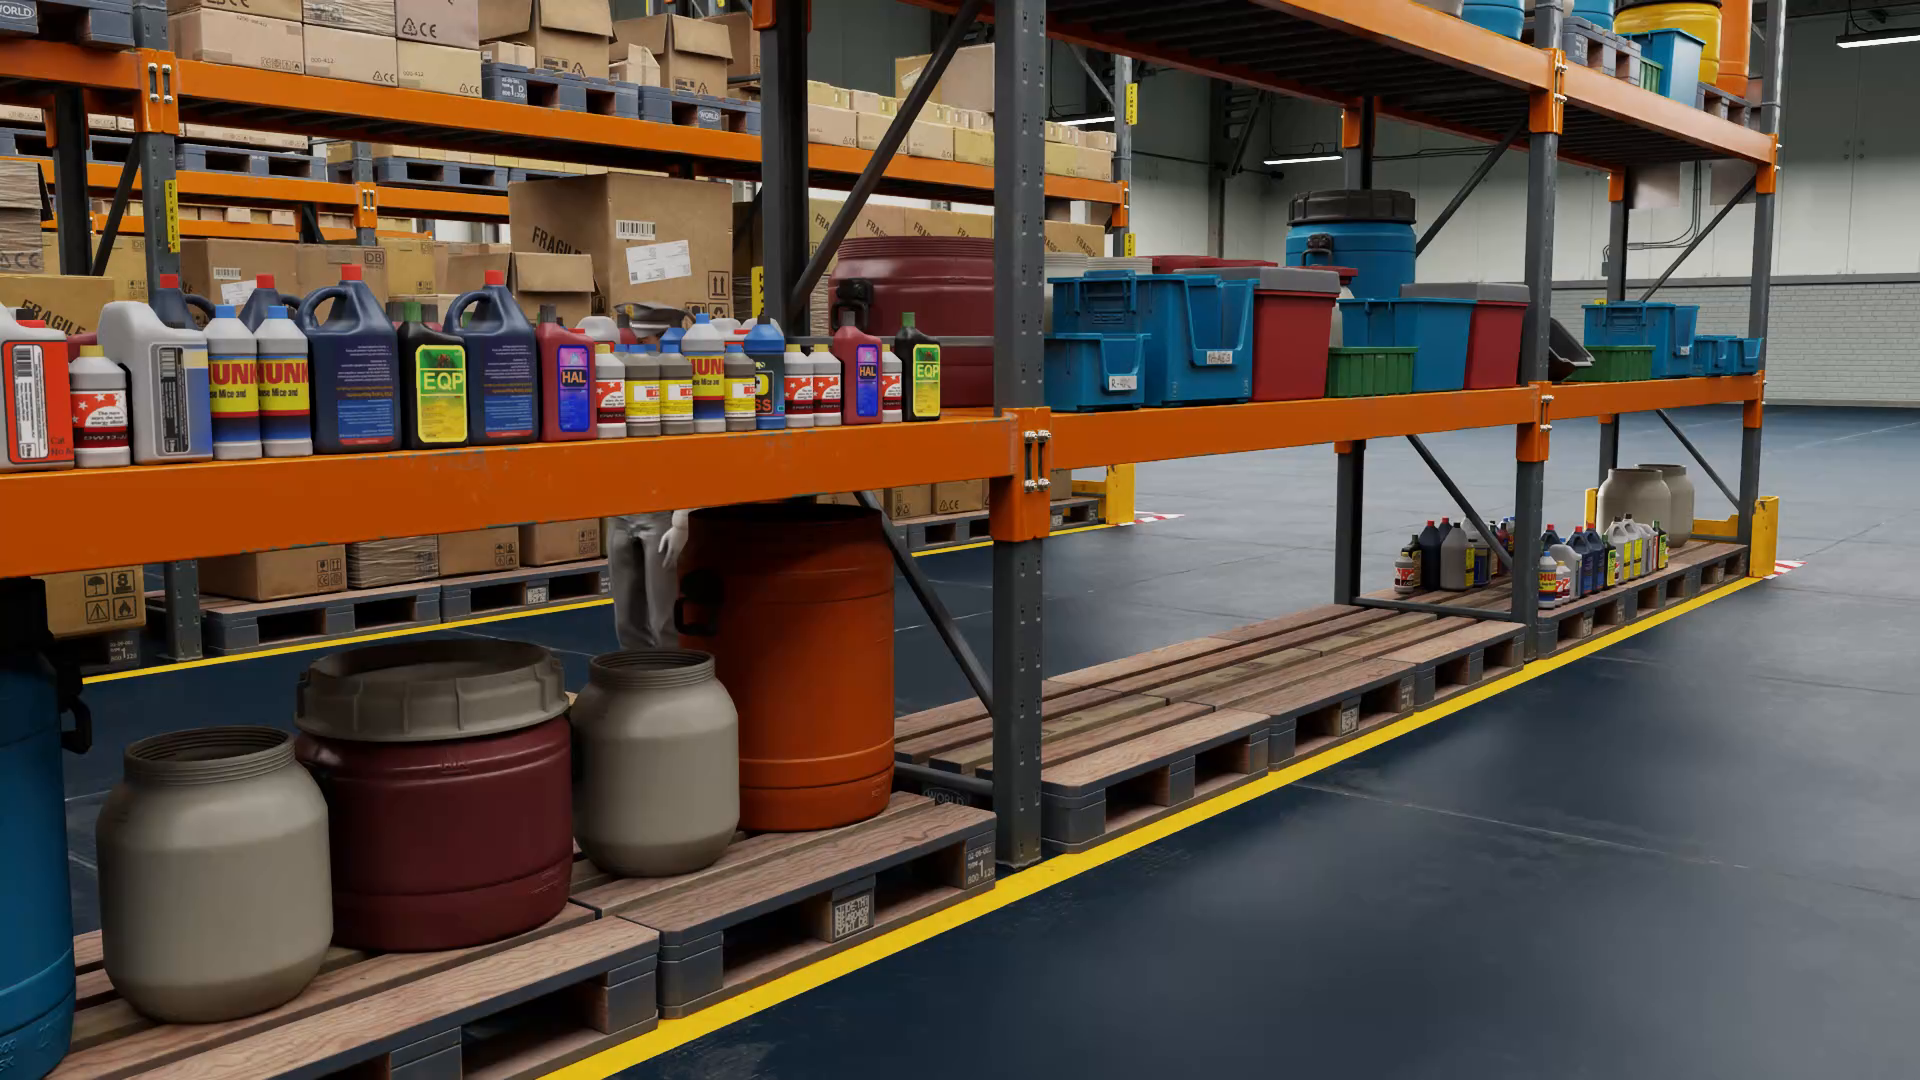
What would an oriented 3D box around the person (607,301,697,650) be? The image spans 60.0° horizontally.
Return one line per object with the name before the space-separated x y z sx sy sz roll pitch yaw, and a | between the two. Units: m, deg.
person | -1.145 -0.049 6.171 0.469 1.663 0.328 6 9 40
